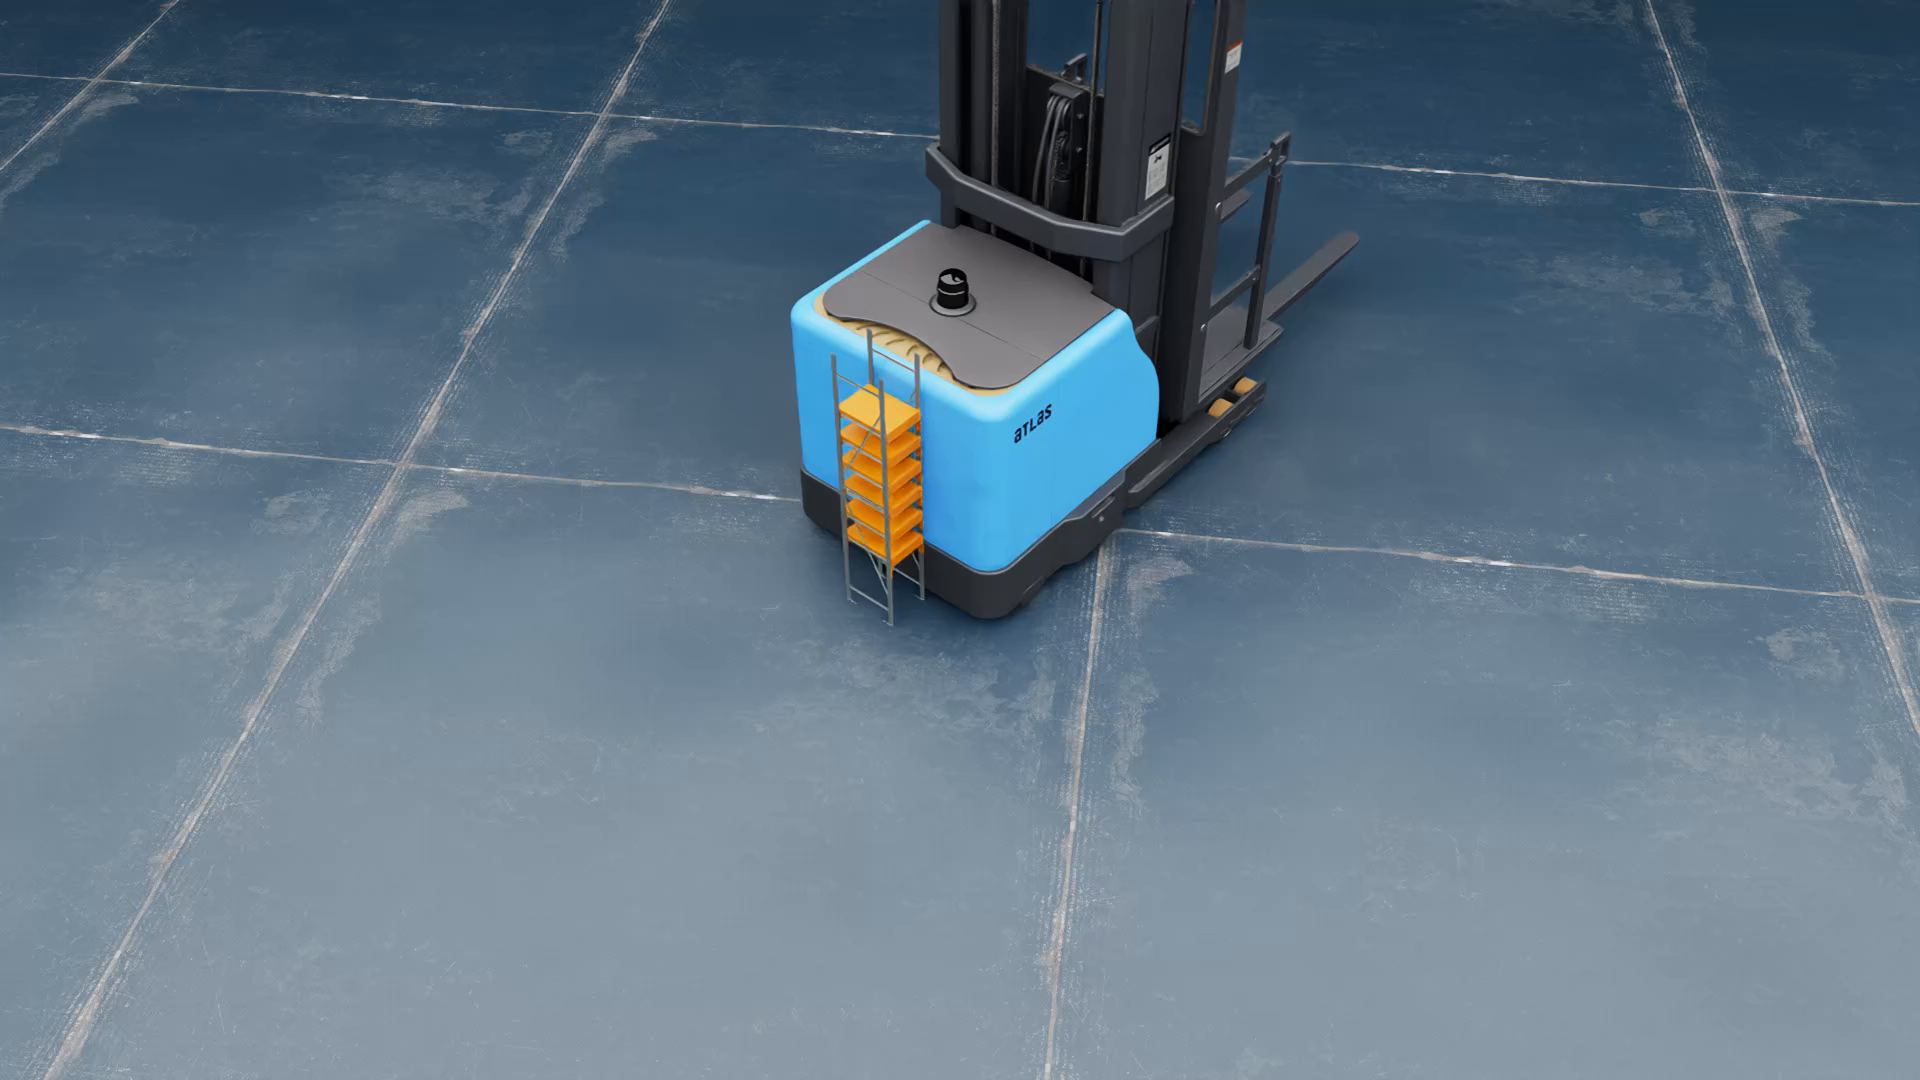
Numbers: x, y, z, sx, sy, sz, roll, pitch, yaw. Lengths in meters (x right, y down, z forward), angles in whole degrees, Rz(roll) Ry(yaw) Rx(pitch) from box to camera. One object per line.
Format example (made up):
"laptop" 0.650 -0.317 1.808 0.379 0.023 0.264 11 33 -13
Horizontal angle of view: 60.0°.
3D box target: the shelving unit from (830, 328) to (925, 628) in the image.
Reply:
"shelving unit" -0.290 -0.200 6.088 0.258 1.200 0.189 30 51 28

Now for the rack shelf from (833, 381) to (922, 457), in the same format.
"rack shelf" -0.290 -0.429 5.871 0.258 0.103 0.180 30 51 28

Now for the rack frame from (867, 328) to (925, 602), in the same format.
"rack frame" -0.231 -0.248 6.139 0.240 1.200 0.006 30 51 28

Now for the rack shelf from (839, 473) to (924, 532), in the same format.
"rack shelf" -0.290 -0.167 6.119 0.258 0.103 0.180 30 51 28

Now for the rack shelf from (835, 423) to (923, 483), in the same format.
"rack shelf" -0.290 -0.342 5.954 0.258 0.103 0.180 30 51 28

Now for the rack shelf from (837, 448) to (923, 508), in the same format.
"rack shelf" -0.290 -0.254 6.036 0.258 0.103 0.180 30 51 28

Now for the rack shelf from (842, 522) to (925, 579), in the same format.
"rack shelf" -0.290 0.007 6.284 0.258 0.103 0.180 30 51 28

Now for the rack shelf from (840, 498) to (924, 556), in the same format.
"rack shelf" -0.290 -0.080 6.201 0.258 0.103 0.180 30 51 28

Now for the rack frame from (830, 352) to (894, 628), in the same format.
"rack frame" -0.349 -0.151 6.037 0.240 1.200 0.006 30 51 28

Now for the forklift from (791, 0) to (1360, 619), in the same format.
"forklift" 0.690 -1.710 6.424 1.130 2.935 3.031 30 51 28
